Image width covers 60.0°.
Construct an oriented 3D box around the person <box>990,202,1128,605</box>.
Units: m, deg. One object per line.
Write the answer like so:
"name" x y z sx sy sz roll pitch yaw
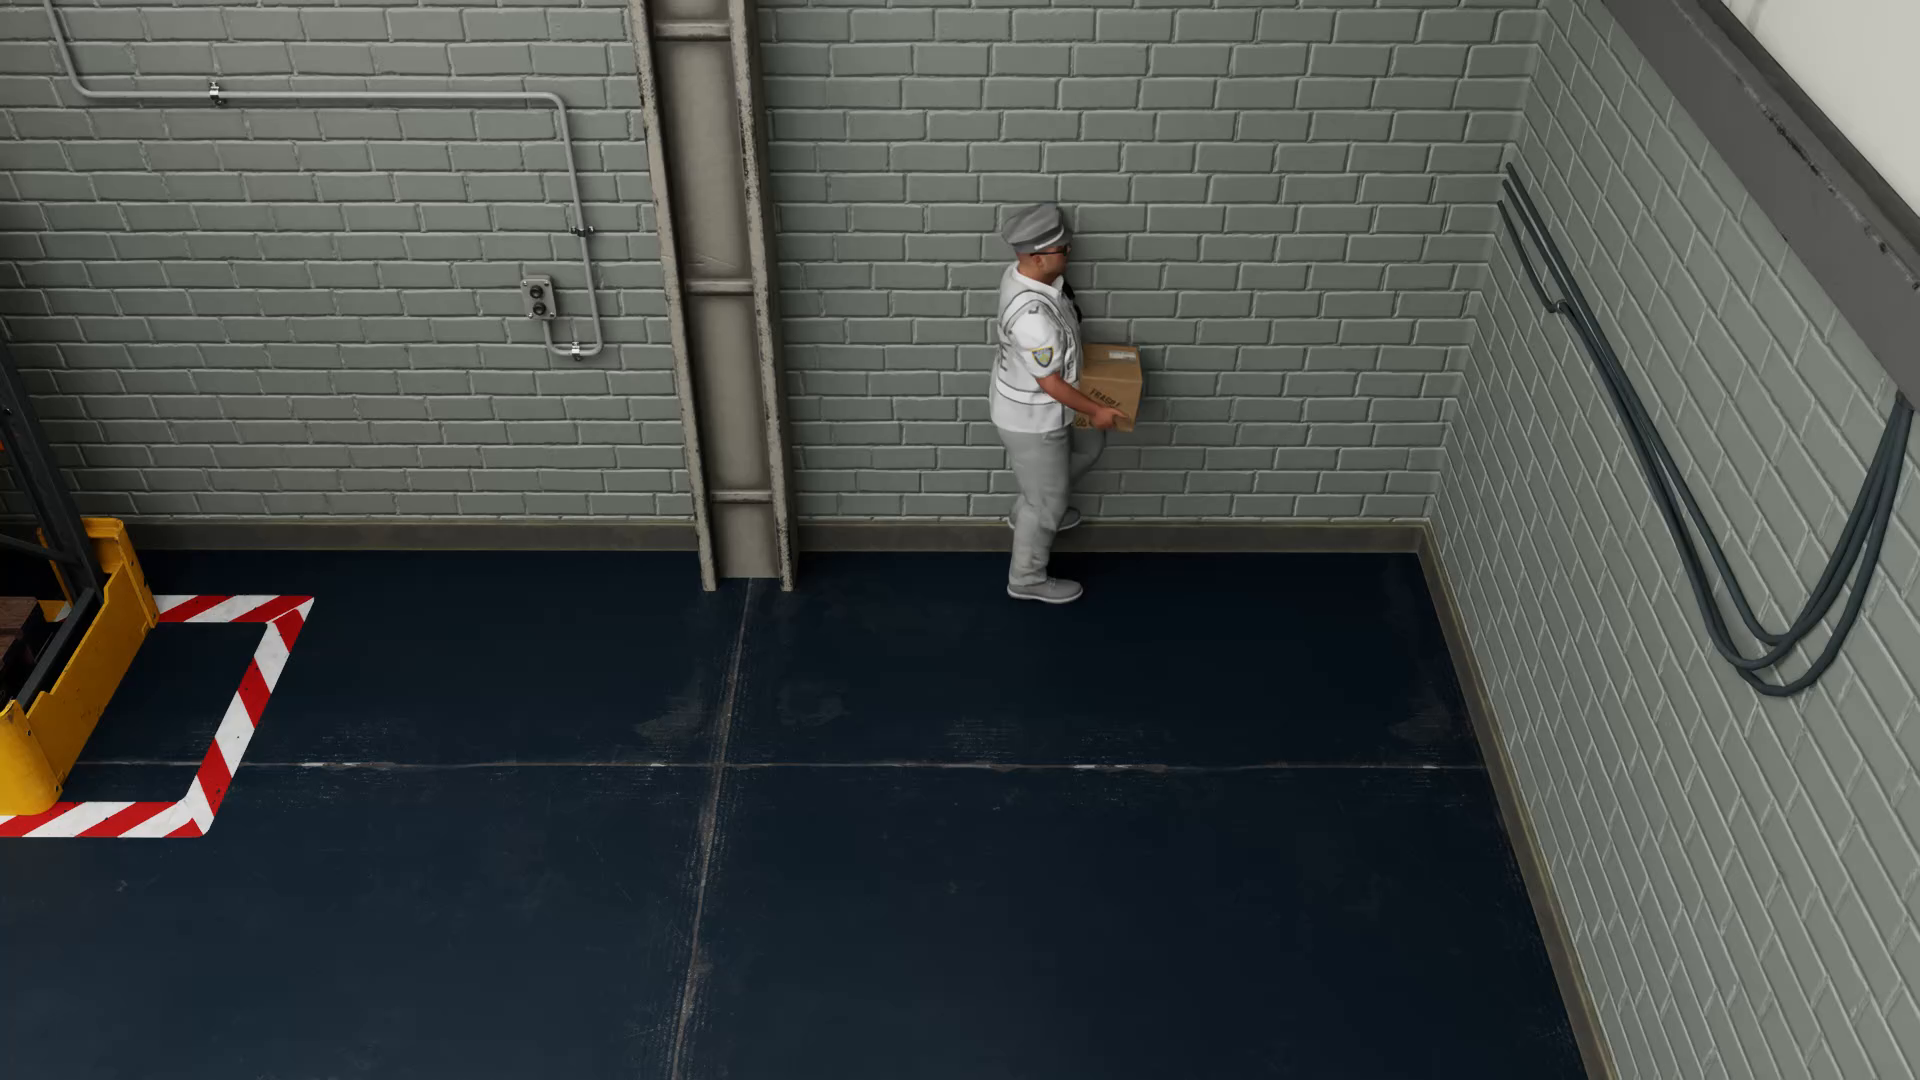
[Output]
"person" 0.398 -0.555 6.805 0.550 1.775 0.518 0 39 0
